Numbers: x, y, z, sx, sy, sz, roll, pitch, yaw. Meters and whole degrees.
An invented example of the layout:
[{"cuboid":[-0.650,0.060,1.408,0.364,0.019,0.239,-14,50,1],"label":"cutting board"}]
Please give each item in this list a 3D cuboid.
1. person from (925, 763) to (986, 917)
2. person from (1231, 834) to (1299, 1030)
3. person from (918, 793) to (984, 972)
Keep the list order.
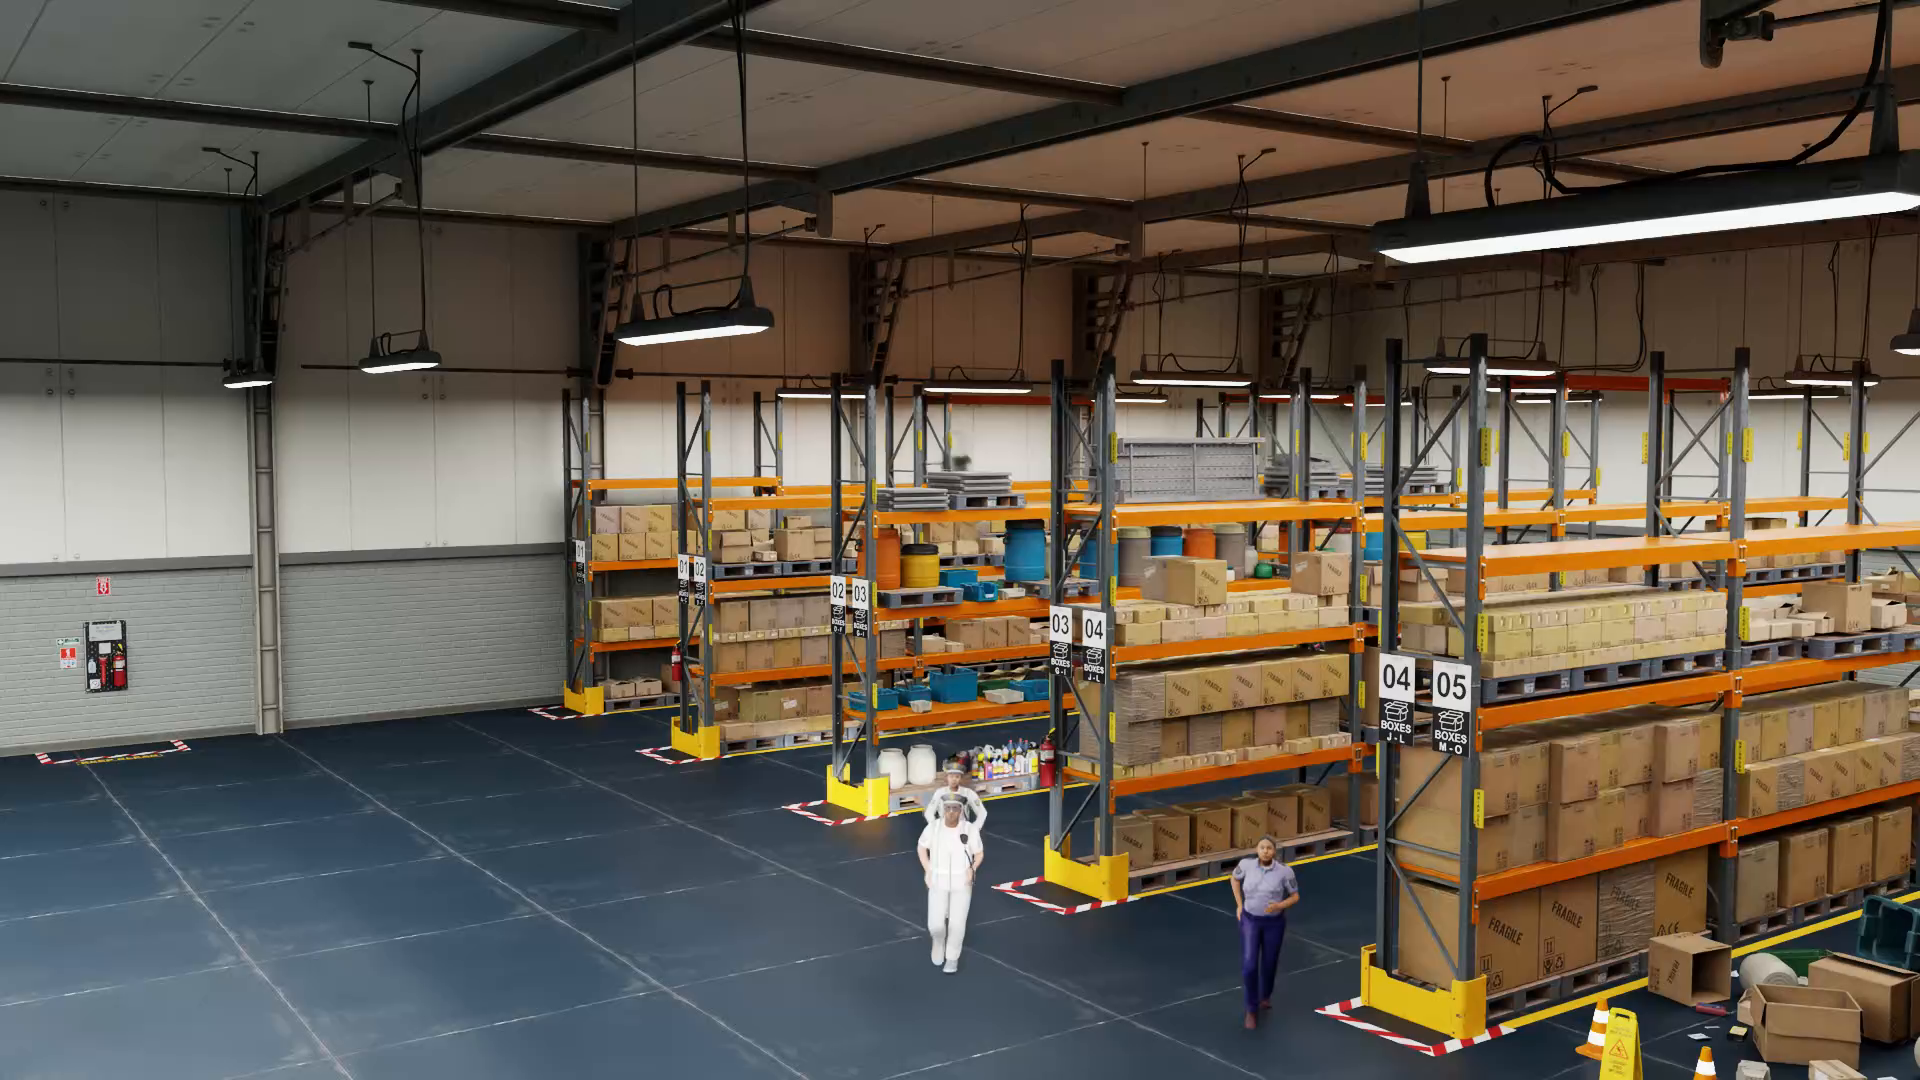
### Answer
[{"cuboid":[-0.033,3.208,17.927,0.565,1.660,0.579,0,4,5],"label":"person"},{"cuboid":[2.673,3.427,14.608,0.591,1.722,0.667,1,4,9],"label":"person"},{"cuboid":[-0.093,3.269,15.866,0.637,1.737,0.588,0,4,1],"label":"person"}]
